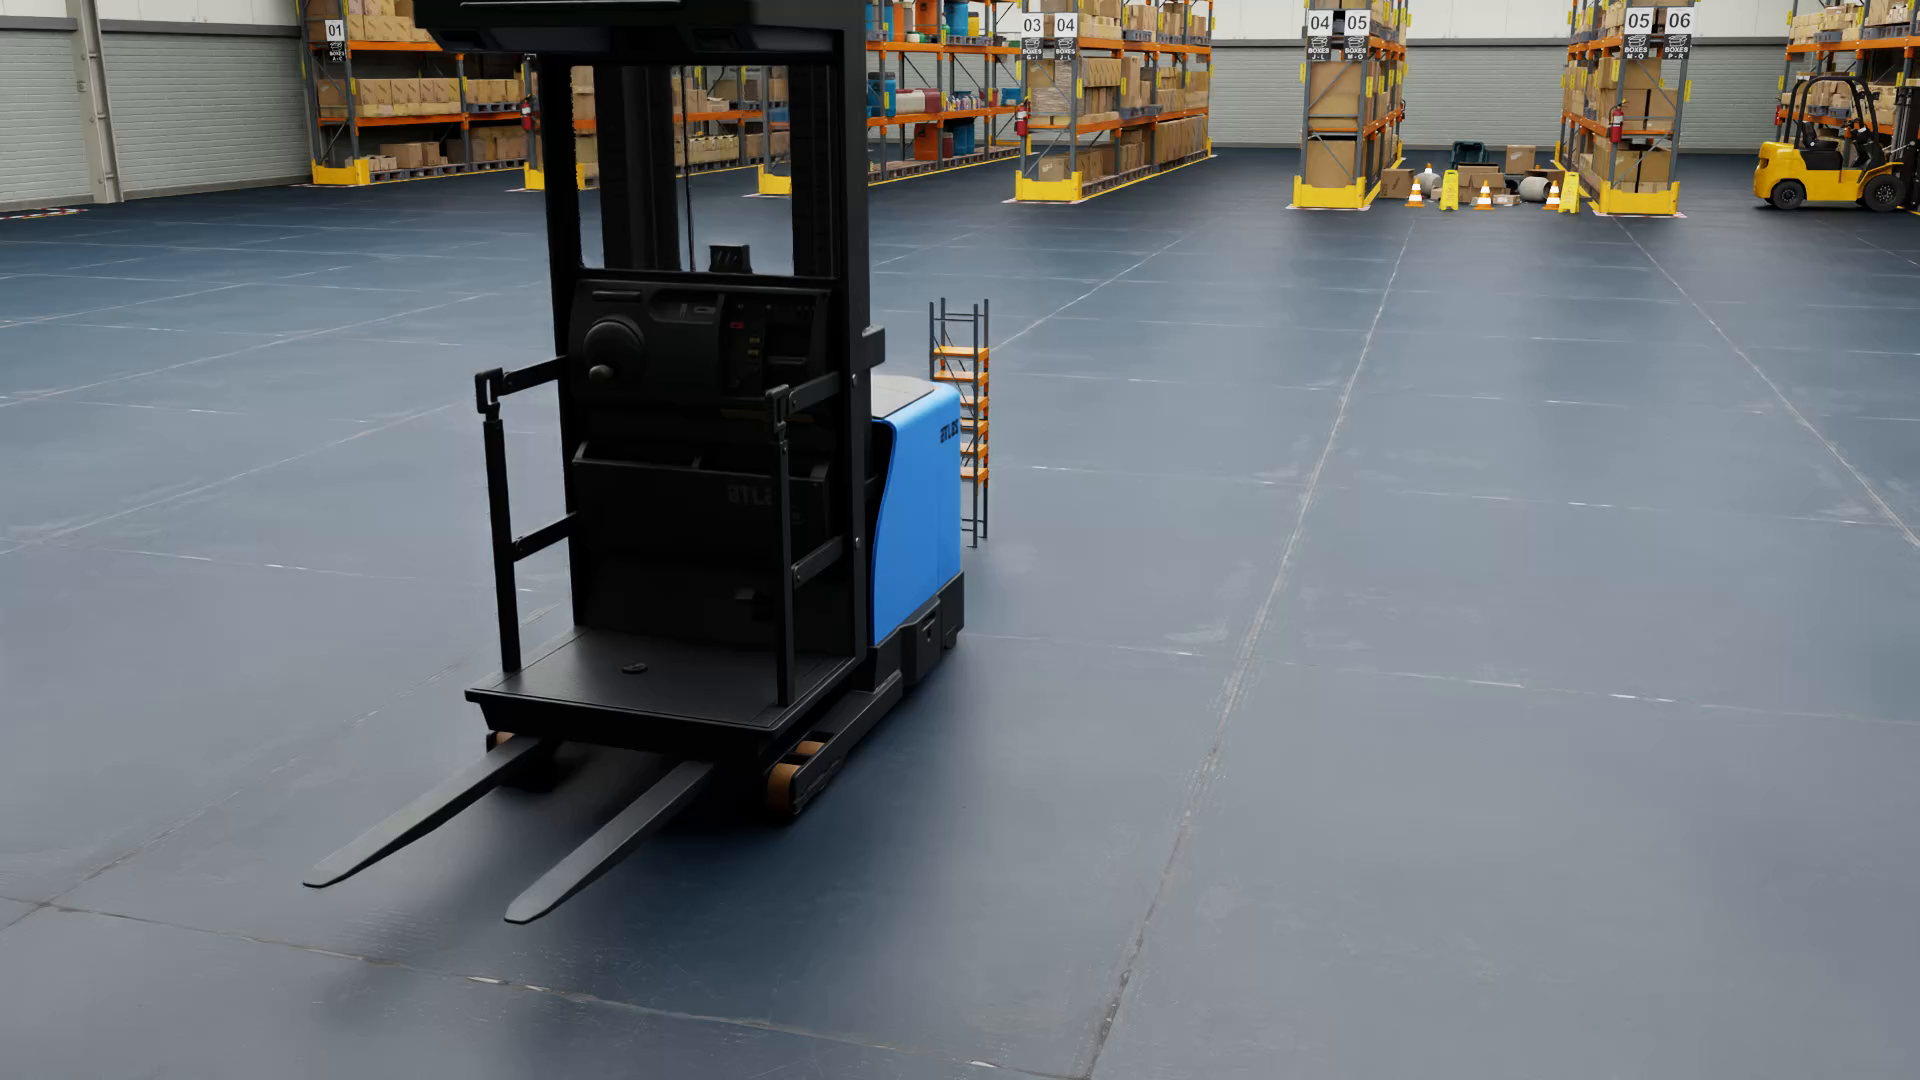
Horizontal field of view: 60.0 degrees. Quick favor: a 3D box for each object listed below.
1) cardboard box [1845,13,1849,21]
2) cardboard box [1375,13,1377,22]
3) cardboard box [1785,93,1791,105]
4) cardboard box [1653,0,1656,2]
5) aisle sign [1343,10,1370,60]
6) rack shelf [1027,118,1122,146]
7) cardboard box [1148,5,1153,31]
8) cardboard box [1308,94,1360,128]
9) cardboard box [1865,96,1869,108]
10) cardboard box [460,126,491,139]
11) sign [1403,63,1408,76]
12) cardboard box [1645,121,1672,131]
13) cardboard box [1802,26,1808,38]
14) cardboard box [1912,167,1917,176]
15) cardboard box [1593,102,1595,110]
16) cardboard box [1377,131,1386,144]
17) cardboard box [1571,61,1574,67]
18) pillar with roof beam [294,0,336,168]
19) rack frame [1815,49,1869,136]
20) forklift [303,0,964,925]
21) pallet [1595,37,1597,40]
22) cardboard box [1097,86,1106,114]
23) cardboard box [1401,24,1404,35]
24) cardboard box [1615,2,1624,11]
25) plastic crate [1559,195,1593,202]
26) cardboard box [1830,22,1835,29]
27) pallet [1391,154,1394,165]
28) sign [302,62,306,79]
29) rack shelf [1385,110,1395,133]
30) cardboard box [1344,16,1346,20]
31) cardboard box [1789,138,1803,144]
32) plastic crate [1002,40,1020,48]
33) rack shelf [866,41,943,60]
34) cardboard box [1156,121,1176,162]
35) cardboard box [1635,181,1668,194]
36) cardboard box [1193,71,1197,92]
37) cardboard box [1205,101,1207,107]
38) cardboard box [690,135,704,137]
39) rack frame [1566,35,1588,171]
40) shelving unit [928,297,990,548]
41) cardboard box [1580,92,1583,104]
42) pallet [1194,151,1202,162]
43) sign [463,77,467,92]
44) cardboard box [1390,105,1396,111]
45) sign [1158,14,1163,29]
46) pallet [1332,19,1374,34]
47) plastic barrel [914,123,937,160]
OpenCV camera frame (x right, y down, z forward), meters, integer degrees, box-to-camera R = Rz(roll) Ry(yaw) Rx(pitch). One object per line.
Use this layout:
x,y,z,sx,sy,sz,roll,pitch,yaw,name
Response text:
18.291,-10.661,33.920,0.380,0.149,0.250,5,16,16,cardboard box
7.064,-9.118,28.990,0.380,0.149,0.250,5,16,15,cardboard box
19.852,-10.437,39.358,0.500,0.250,0.500,5,17,16,cardboard box
12.894,-9.906,30.851,0.500,0.250,0.500,4,16,15,cardboard box
6.568,-8.360,27.542,0.394,0.787,0.004,5,16,16,aisle sign
2.142,-7.739,31.436,1.077,0.370,4.000,5,16,16,rack shelf
3.816,-11.107,35.397,0.500,0.500,0.500,5,16,16,cardboard box
6.363,-7.324,28.378,0.875,0.550,0.550,5,16,16,cardboard box
17.439,-8.307,31.480,0.500,0.250,0.500,4,16,14,cardboard box
-11.222,-9.440,38.515,0.500,0.250,0.500,4,16,15,cardboard box
11.374,-11.998,42.431,0.100,0.325,0.005,5,16,16,sign
11.370,-6.745,27.075,0.380,0.149,0.250,5,16,16,cardboard box
19.587,-11.610,37.998,0.500,0.250,0.500,4,16,15,cardboard box
16.099,-6.079,27.616,0.500,0.250,0.500,5,16,16,cardboard box
12.293,-8.282,31.722,0.380,0.149,0.250,5,17,16,cardboard box
9.002,-8.766,36.174,0.500,0.250,0.500,4,16,13,cardboard box
14.775,-11.347,39.633,0.380,0.149,0.250,4,16,15,cardboard box
-9.176,-11.517,32.442,9.100,9.000,0.400,5,16,16,pillar with roof beam
19.245,-9.549,36.499,1.000,3.000,0.127,5,16,16,rack frame
-0.929,-0.661,5.289,1.130,2.935,3.031,5,17,18,forklift
14.272,-11.040,36.610,0.805,0.209,1.217,4,16,14,pallet
2.302,-8.420,31.790,0.875,0.500,0.500,5,16,16,cardboard box
10.380,-12.270,39.952,0.500,0.250,0.500,5,17,17,cardboard box
11.292,-9.015,28.116,0.380,0.149,0.250,5,17,17,cardboard box
10.980,-6.088,29.648,0.402,0.080,0.583,-1,16,-3,plastic crate
18.410,-10.741,34.711,0.380,0.149,0.250,5,17,17,cardboard box
10.212,-9.448,41.251,1.003,0.211,1.213,5,16,16,pallet
-13.200,-9.472,33.525,0.100,0.325,0.005,5,16,16,sign
9.142,-9.421,37.366,1.077,0.370,4.000,5,16,16,rack shelf
6.936,-9.633,30.805,0.380,0.149,0.250,5,17,16,cardboard box
19.591,-9.091,38.696,0.500,0.500,0.500,5,17,17,cardboard box
1.365,-13.193,44.237,0.450,0.188,0.336,5,16,16,plastic crate
-1.470,-10.613,36.070,1.077,0.370,4.000,5,16,16,rack shelf
4.324,-9.246,38.556,1.225,0.875,0.875,5,16,16,cardboard box
11.570,-5.862,27.770,0.500,0.250,0.500,4,16,15,cardboard box
5.656,-11.503,41.744,0.500,0.500,0.500,4,16,14,cardboard box
6.263,-11.440,43.627,0.380,0.149,0.250,5,17,16,cardboard box
-6.221,-9.321,38.936,0.500,0.311,0.500,4,16,14,cardboard box
14.485,-9.933,37.852,1.000,3.000,0.127,5,16,16,rack frame
-0.004,-0.573,8.152,0.258,1.200,0.189,5,16,16,shelving unit
13.385,-9.336,35.105,0.500,0.250,0.500,4,16,14,cardboard box
5.620,-9.873,42.751,1.003,0.211,1.213,5,16,16,pallet
-11.014,-10.137,36.986,0.100,0.325,0.005,5,16,16,sign
10.105,-10.218,39.318,0.380,0.149,0.250,5,17,18,cardboard box
4.367,-11.304,36.242,0.100,0.325,0.005,5,16,16,sign
6.501,-8.746,28.334,1.003,0.211,1.213,5,16,16,pallet
-0.779,-9.326,38.921,0.600,0.830,0.708,5,16,16,plastic barrel
